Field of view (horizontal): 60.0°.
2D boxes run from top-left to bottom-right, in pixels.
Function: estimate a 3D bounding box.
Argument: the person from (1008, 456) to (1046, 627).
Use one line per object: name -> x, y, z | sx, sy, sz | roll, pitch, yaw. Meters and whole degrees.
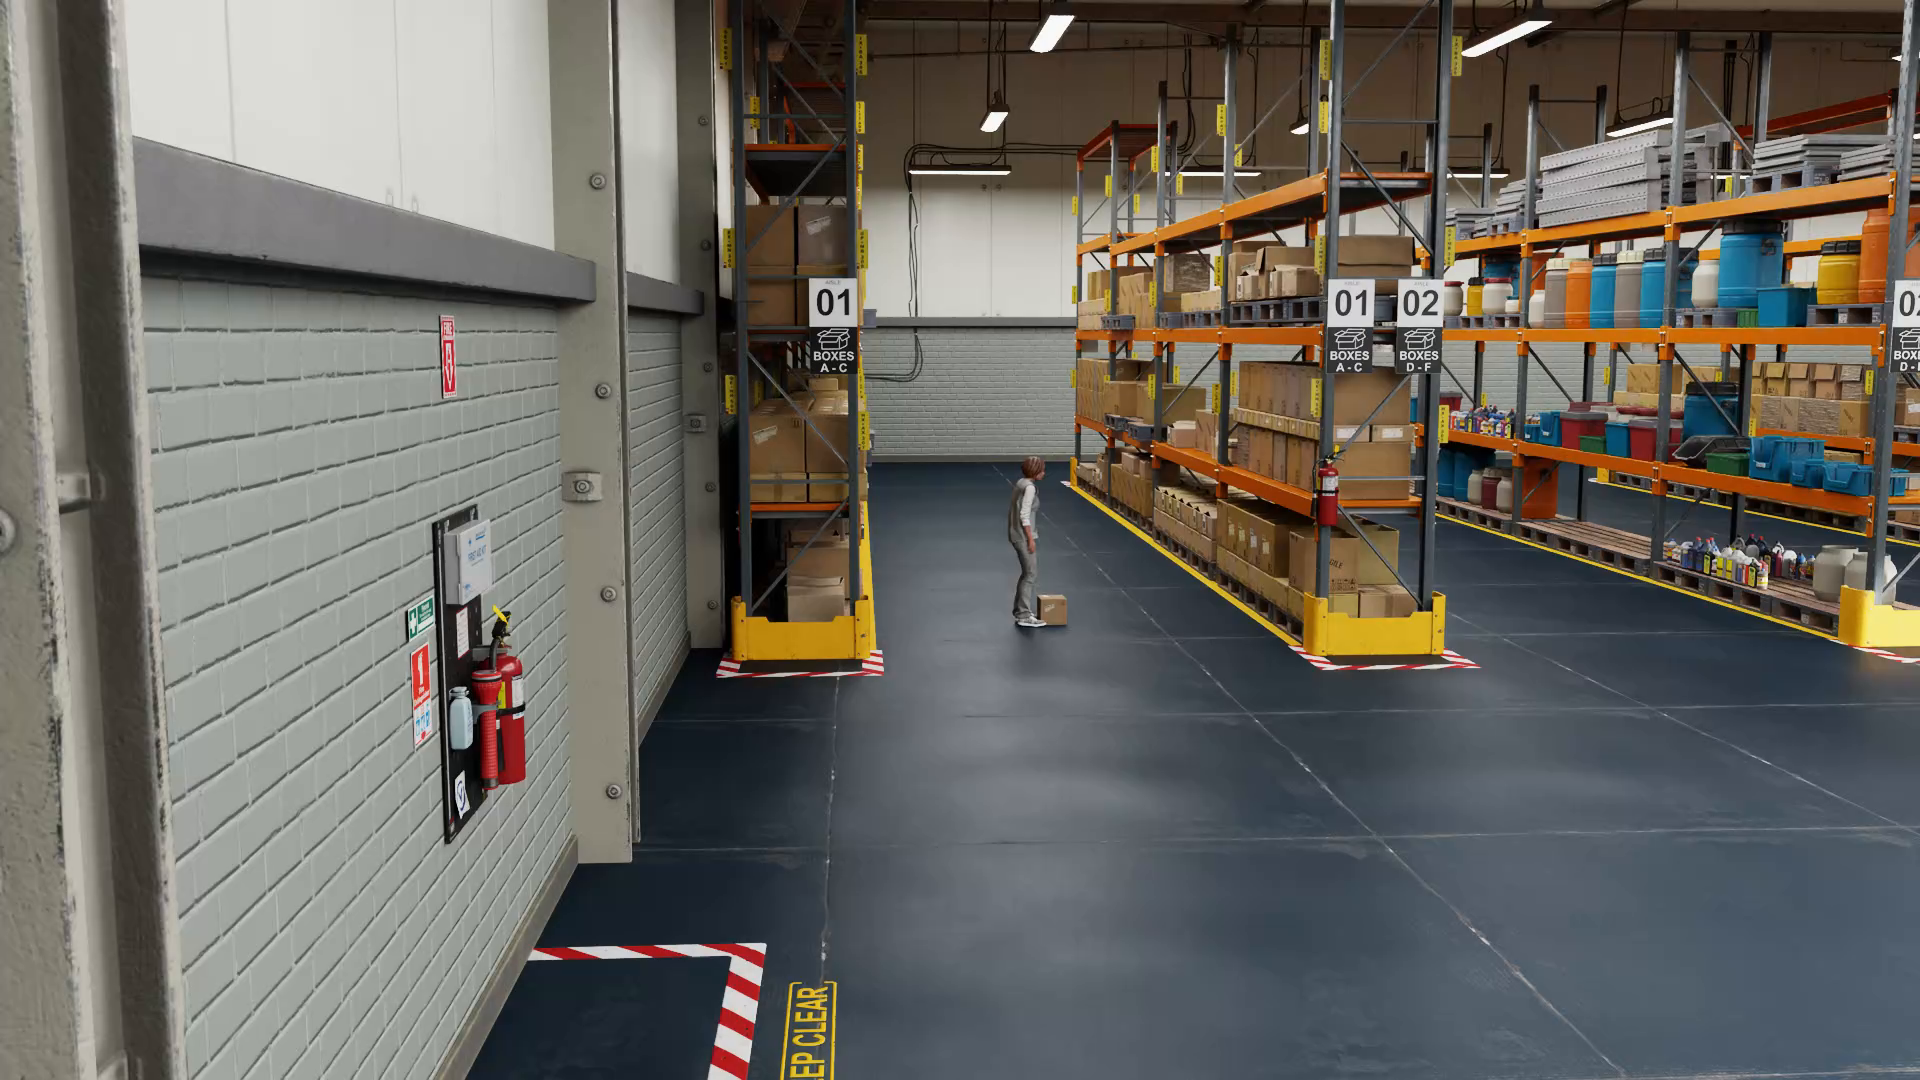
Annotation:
person -> 0.631, 0.005, 15.760 | 0.347, 1.593, 0.459 | 0, 7, -4
